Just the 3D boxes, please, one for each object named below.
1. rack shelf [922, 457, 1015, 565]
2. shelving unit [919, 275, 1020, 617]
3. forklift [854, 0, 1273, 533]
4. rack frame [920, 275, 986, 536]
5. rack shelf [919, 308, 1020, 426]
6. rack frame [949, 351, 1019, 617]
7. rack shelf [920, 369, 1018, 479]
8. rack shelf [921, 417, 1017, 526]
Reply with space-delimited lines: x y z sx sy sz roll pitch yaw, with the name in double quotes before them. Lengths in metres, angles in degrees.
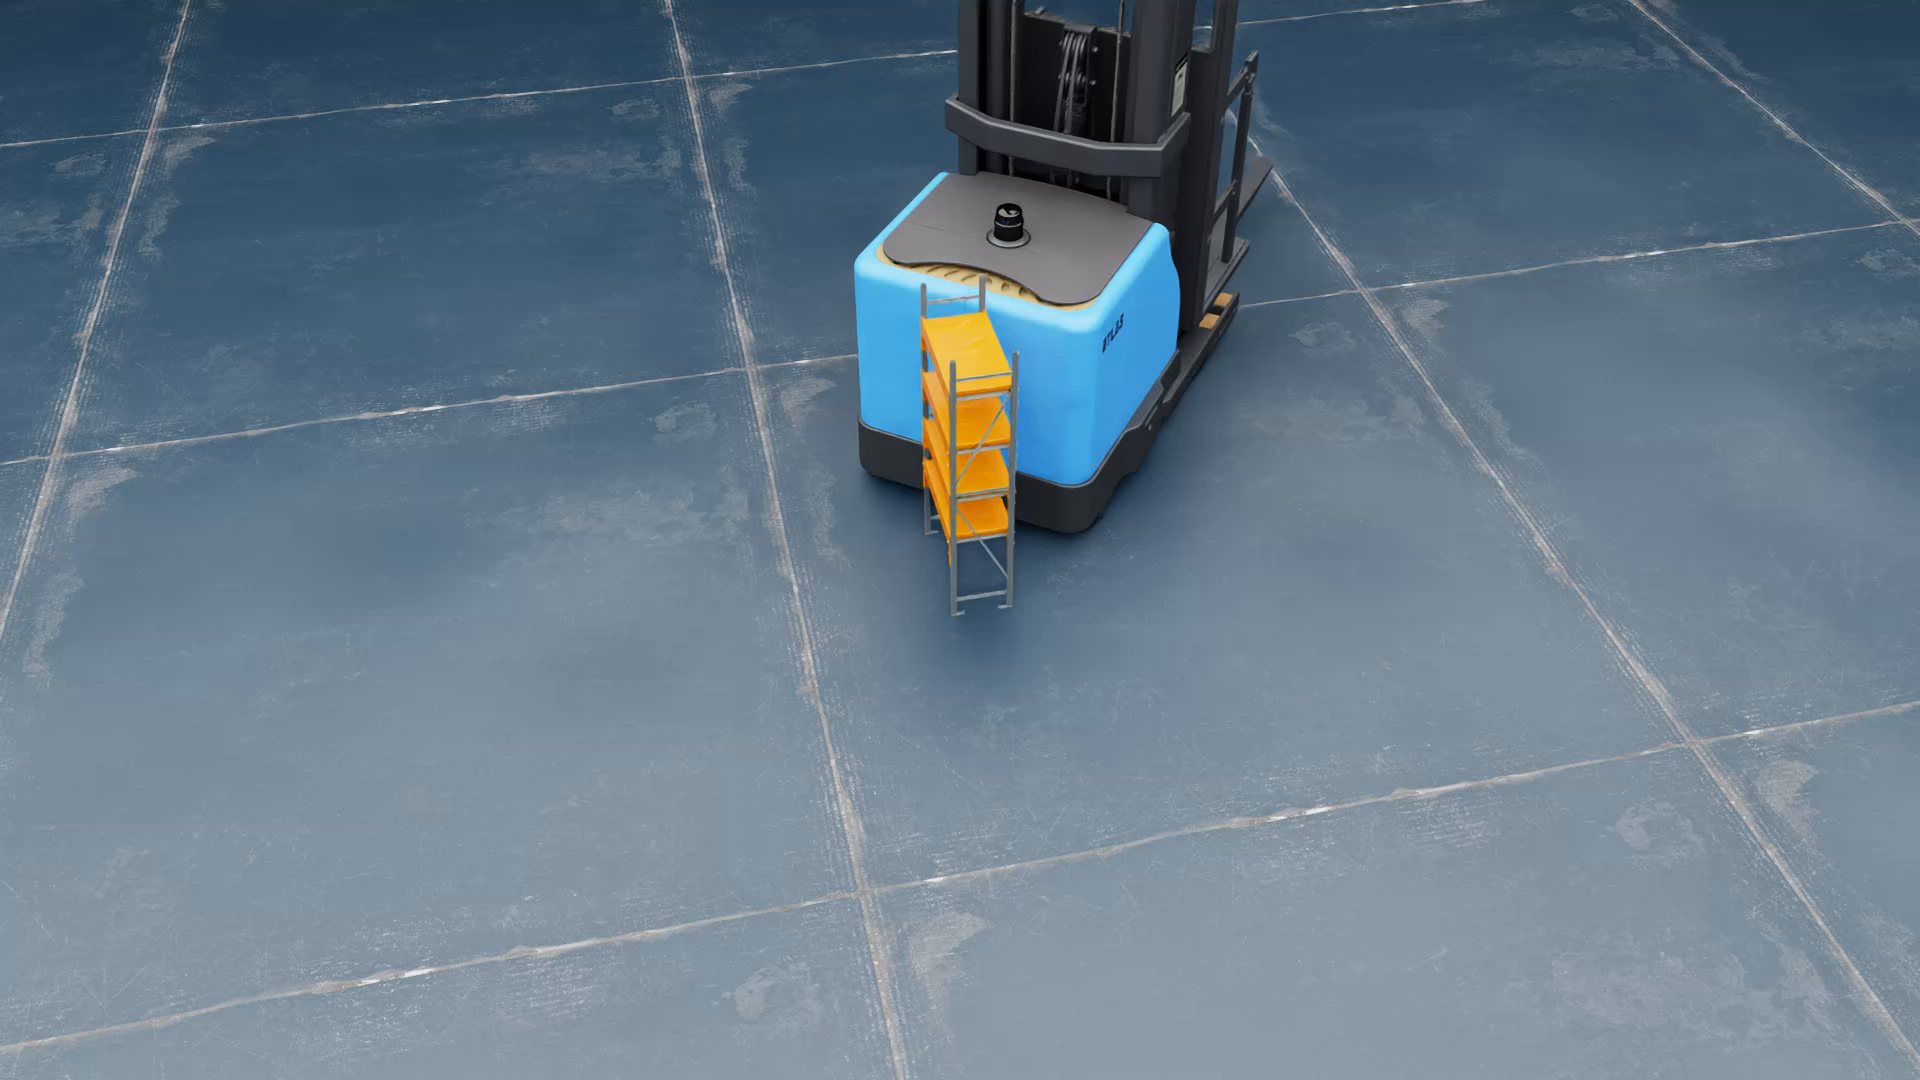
"rack shelf" 0.029 -0.132 6.395 0.258 0.148 0.480 -9 42 -9
"shelving unit" 0.029 -0.331 6.219 0.258 1.200 0.503 -9 42 -9
"forklift" 0.670 -2.101 6.909 1.130 2.935 3.031 18 45 19
"rack frame" -0.025 -0.489 6.397 0.240 1.200 0.015 -9 42 -9
"rack shelf" 0.029 -0.625 5.958 0.258 0.148 0.480 -9 42 -9
"rack frame" 0.082 -0.173 6.041 0.240 1.200 0.015 -9 42 -9
"rack shelf" 0.029 -0.448 6.115 0.258 0.148 0.480 -9 42 -9
"rack shelf" 0.029 -0.280 6.264 0.258 0.148 0.480 -9 42 -9
